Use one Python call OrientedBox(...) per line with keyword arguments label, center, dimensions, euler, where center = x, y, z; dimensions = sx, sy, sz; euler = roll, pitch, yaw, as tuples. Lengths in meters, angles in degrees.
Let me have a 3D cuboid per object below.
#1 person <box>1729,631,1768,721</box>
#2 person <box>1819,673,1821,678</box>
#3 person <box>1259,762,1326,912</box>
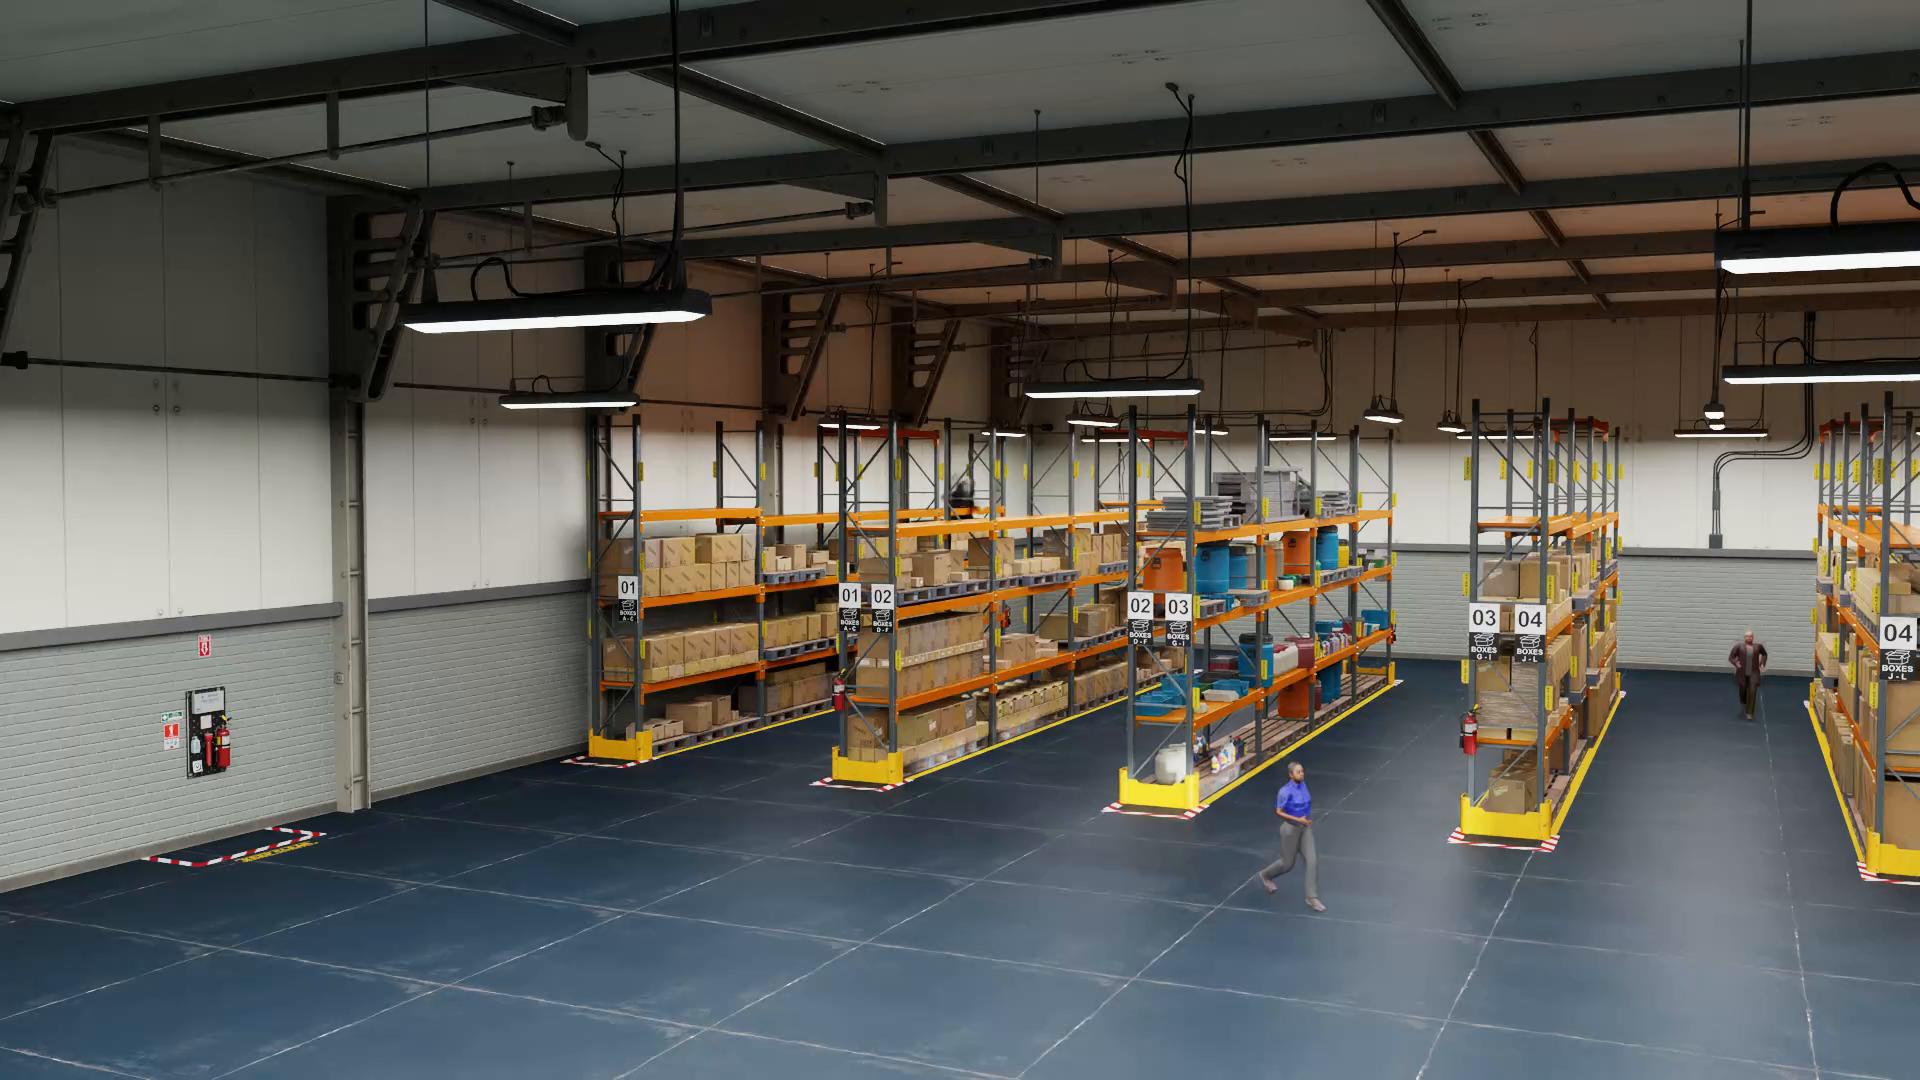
OrientedBox(label="person", center=(15.990, 2.728, 33.732), dimensions=(0.724, 1.771, 1.012), euler=(1, 3, 24))
OrientedBox(label="person", center=(19.140, 2.670, 36.506), dimensions=(0.666, 1.774, 0.844), euler=(1, 3, 29))
OrientedBox(label="person", center=(3.860, 3.388, 19.208), dimensions=(0.590, 1.668, 0.920), euler=(-2, 3, -36))
